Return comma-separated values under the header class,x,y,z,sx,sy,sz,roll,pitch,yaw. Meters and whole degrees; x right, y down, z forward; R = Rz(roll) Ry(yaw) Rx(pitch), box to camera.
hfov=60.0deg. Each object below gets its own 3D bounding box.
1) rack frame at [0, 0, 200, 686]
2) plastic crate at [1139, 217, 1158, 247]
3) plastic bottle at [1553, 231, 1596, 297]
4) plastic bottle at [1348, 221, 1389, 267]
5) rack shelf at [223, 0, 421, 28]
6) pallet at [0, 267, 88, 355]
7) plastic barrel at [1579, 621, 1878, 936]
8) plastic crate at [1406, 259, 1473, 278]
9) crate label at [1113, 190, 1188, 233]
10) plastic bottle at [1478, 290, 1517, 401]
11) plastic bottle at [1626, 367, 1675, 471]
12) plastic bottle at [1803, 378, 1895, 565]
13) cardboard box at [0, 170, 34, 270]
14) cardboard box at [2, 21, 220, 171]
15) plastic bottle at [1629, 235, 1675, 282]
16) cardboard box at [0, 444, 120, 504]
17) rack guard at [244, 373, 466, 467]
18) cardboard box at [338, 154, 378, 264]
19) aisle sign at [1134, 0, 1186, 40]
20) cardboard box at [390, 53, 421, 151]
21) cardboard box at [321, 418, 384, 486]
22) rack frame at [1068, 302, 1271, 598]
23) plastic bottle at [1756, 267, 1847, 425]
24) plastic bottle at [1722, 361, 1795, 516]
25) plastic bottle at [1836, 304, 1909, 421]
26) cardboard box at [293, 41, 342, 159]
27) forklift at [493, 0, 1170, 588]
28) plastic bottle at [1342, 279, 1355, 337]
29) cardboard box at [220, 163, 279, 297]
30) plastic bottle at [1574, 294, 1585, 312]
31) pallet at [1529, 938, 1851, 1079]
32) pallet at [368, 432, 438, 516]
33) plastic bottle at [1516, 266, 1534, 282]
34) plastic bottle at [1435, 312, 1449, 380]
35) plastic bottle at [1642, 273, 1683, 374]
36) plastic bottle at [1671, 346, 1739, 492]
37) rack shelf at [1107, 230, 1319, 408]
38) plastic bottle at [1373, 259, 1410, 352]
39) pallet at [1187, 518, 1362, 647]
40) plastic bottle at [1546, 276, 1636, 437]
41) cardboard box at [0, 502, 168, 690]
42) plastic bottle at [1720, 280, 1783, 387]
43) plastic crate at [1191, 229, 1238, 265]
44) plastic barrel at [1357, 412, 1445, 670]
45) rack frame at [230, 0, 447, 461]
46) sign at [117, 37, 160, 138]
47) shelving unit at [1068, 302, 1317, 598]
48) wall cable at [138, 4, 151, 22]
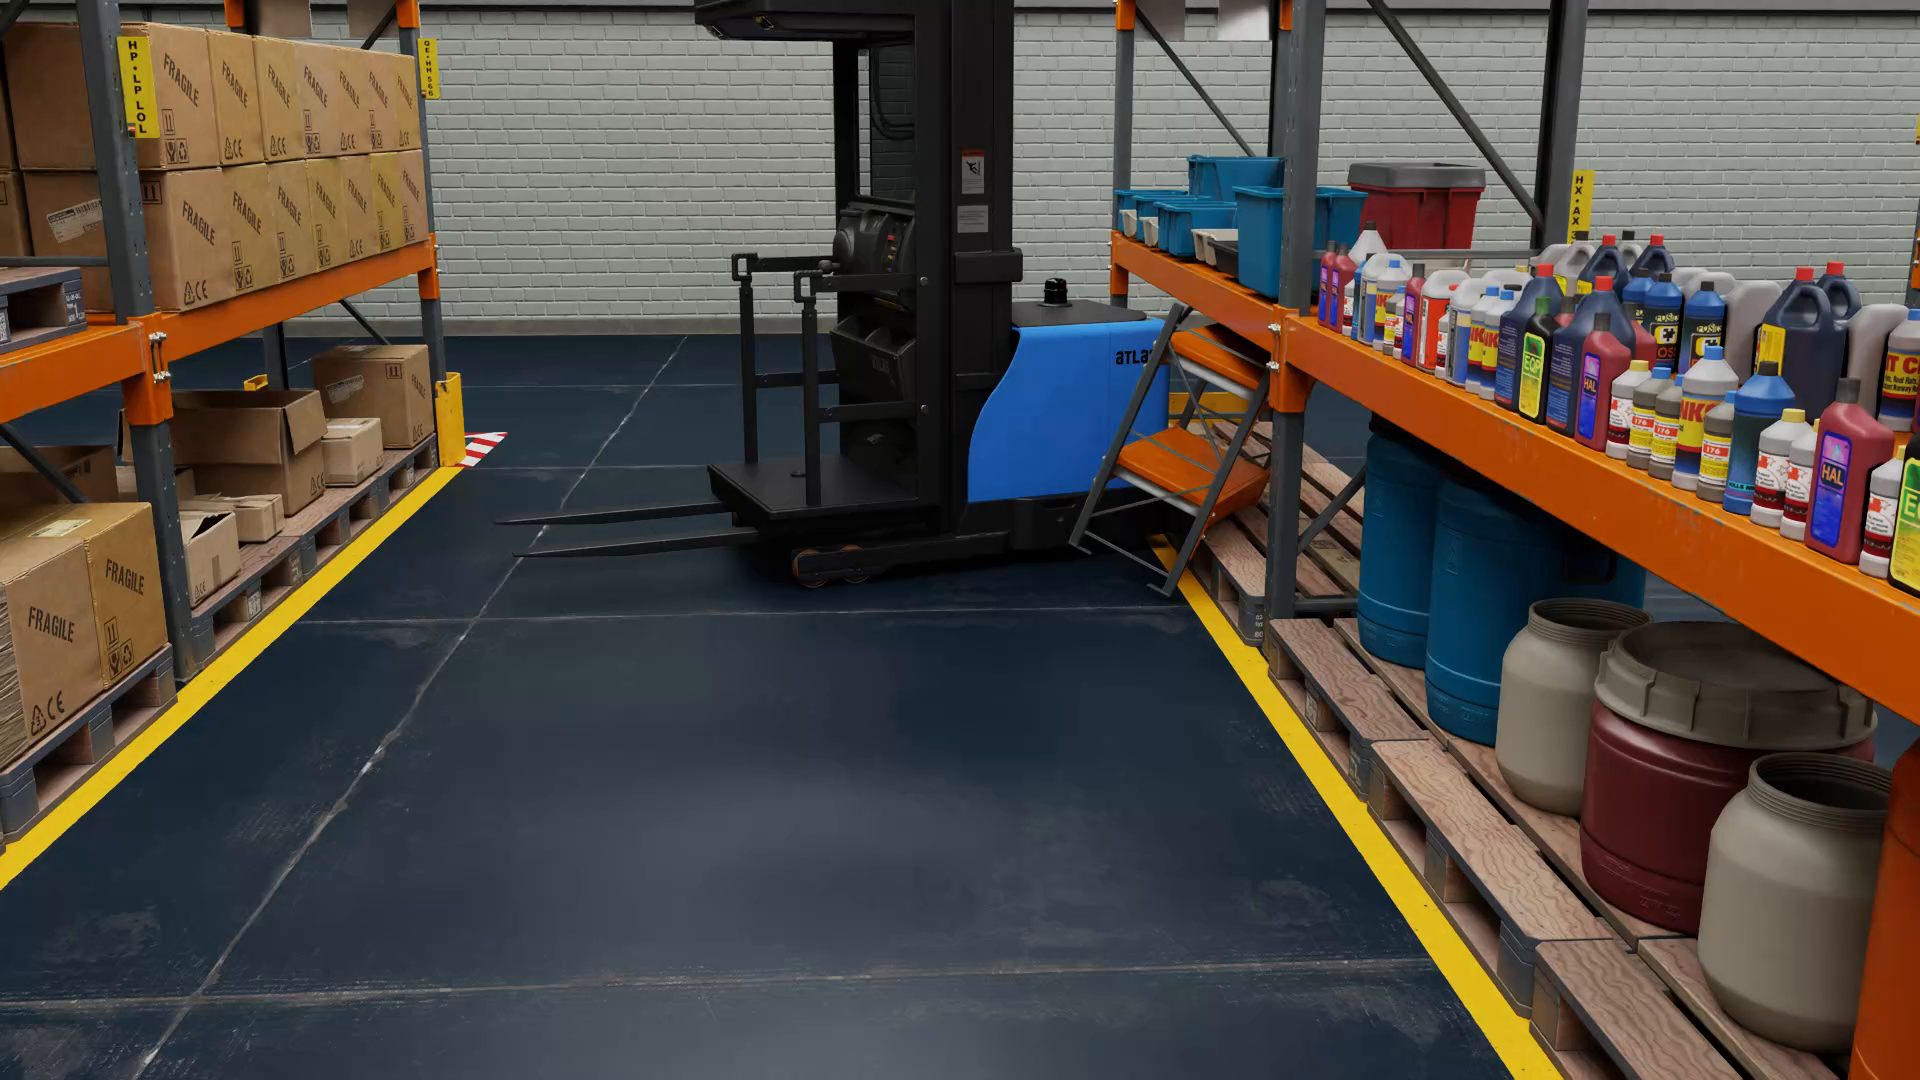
class,x,y,z,sx,sy,sz,roll,pitch,yaw
rack frame,-3.291,-0.937,5.649,1.000,3.000,0.127,-1,14,-3
plastic crate,1.071,-1.593,8.605,0.250,0.136,0.298,-1,14,-3
plastic bottle,1.892,-0.763,5.071,0.144,0.351,0.185,-1,14,-3
plastic bottle,1.354,-0.886,5.550,0.144,0.351,0.185,-1,14,-3
rack shelf,-3.415,-2.539,7.298,1.077,0.370,4.000,-1,14,-3
pallet,-3.351,-0.644,4.894,1.003,0.211,1.213,-1,14,-3
plastic barrel,1.783,0.544,3.888,0.600,0.588,0.708,-1,14,-3
plastic crate,1.767,-1.032,6.426,0.396,0.136,0.243,-1,14,-3
crate label,1.092,-1.889,9.564,0.416,0.233,0.303,-1,14,-3
plastic bottle,1.359,-0.488,4.161,0.097,0.271,0.097,0,14,0
plastic bottle,1.410,-0.247,3.367,0.097,0.201,0.097,0,14,0
plastic bottle,1.435,-0.113,2.679,0.061,0.283,0.133,-1,14,-3
cardboard box,-3.578,-1.106,6.104,0.500,0.500,0.500,-1,14,-3
cardboard box,-3.040,-1.591,5.984,0.500,0.500,0.500,-1,14,-2
plastic bottle,2.048,-0.719,4.901,0.144,0.351,0.185,-1,14,-3
cardboard box,-3.610,-0.077,6.439,0.500,0.500,0.500,-1,14,-3
rack guard,-3.534,-0.702,9.753,1.175,0.500,0.348,-1,14,-3
cardboard box,-3.179,-1.620,8.102,0.500,0.500,0.500,-1,14,-3
aisle sign,1.104,-3.280,9.537,0.394,0.787,0.004,-1,14,-3
cardboard box,-3.237,-2.358,8.965,0.500,0.500,0.500,-1,14,-4
cardboard box,-3.231,-0.445,8.372,0.500,0.250,0.500,-1,14,-3
rack frame,0.882,-0.364,6.898,0.500,1.125,0.032,29,20,17
plastic bottle,1.961,-0.455,3.876,0.144,0.351,0.185,-1,14,-3
plastic bottle,1.434,-0.184,2.981,0.097,0.271,0.097,0,14,0
plastic bottle,2.111,-0.415,3.870,0.152,0.276,0.135,-1,14,-3
cardboard box,-3.136,-1.976,7.479,0.500,0.500,0.500,0,14,-2
forklift,-0.576,-1.360,7.430,3.031,2.935,1.130,-6,16,-22
plastic bottle,1.283,-0.757,5.348,0.097,0.201,0.097,0,14,0
cardboard box,-3.086,-1.244,6.640,0.500,0.500,0.500,-1,14,-2
plastic bottle,1.509,-0.466,4.076,0.097,0.271,0.097,0,14,0
pallet,1.810,1.137,3.183,1.003,0.211,1.213,-1,14,-3
pallet,-3.484,-0.364,9.019,1.003,0.211,1.213,-1,14,-3
plastic bottle,1.877,-0.817,5.580,0.097,0.201,0.097,0,14,0
plastic bottle,1.338,-0.536,4.488,0.097,0.201,0.097,0,14,0
plastic bottle,1.939,-0.601,4.601,0.097,0.271,0.097,0,14,0
plastic bottle,1.422,-0.233,3.170,0.097,0.271,0.097,0,14,0
rack shelf,1.529,-1.162,7.965,1.077,0.370,4.000,-1,14,-3
plastic bottle,1.304,-0.709,5.021,0.097,0.271,0.097,0,14,0
pallet,1.569,0.155,6.998,1.003,0.211,1.213,-1,14,-3
plastic bottle,1.411,-0.413,3.709,0.144,0.351,0.185,-1,14,-3
cardboard box,-2.975,0.179,5.446,0.500,0.500,0.500,-1,14,-4
plastic bottle,2.076,-0.552,4.402,0.152,0.276,0.135,-1,14,-3
plastic crate,1.245,-1.342,7.633,0.293,0.136,0.466,-1,14,-3
plastic barrel,1.670,-0.064,5.625,0.600,0.901,0.708,-1,14,-3
rack frame,-3.539,-1.932,9.515,1.000,3.000,0.127,-1,14,-3
sign,-2.738,-1.507,5.541,0.100,0.325,0.005,-1,14,-3
shelving unit,1.088,-0.454,7.354,0.538,1.125,1.048,29,20,17
wall cable,-8.477,-4.668,14.342,3.097,2.526,0.112,-1,14,-3
